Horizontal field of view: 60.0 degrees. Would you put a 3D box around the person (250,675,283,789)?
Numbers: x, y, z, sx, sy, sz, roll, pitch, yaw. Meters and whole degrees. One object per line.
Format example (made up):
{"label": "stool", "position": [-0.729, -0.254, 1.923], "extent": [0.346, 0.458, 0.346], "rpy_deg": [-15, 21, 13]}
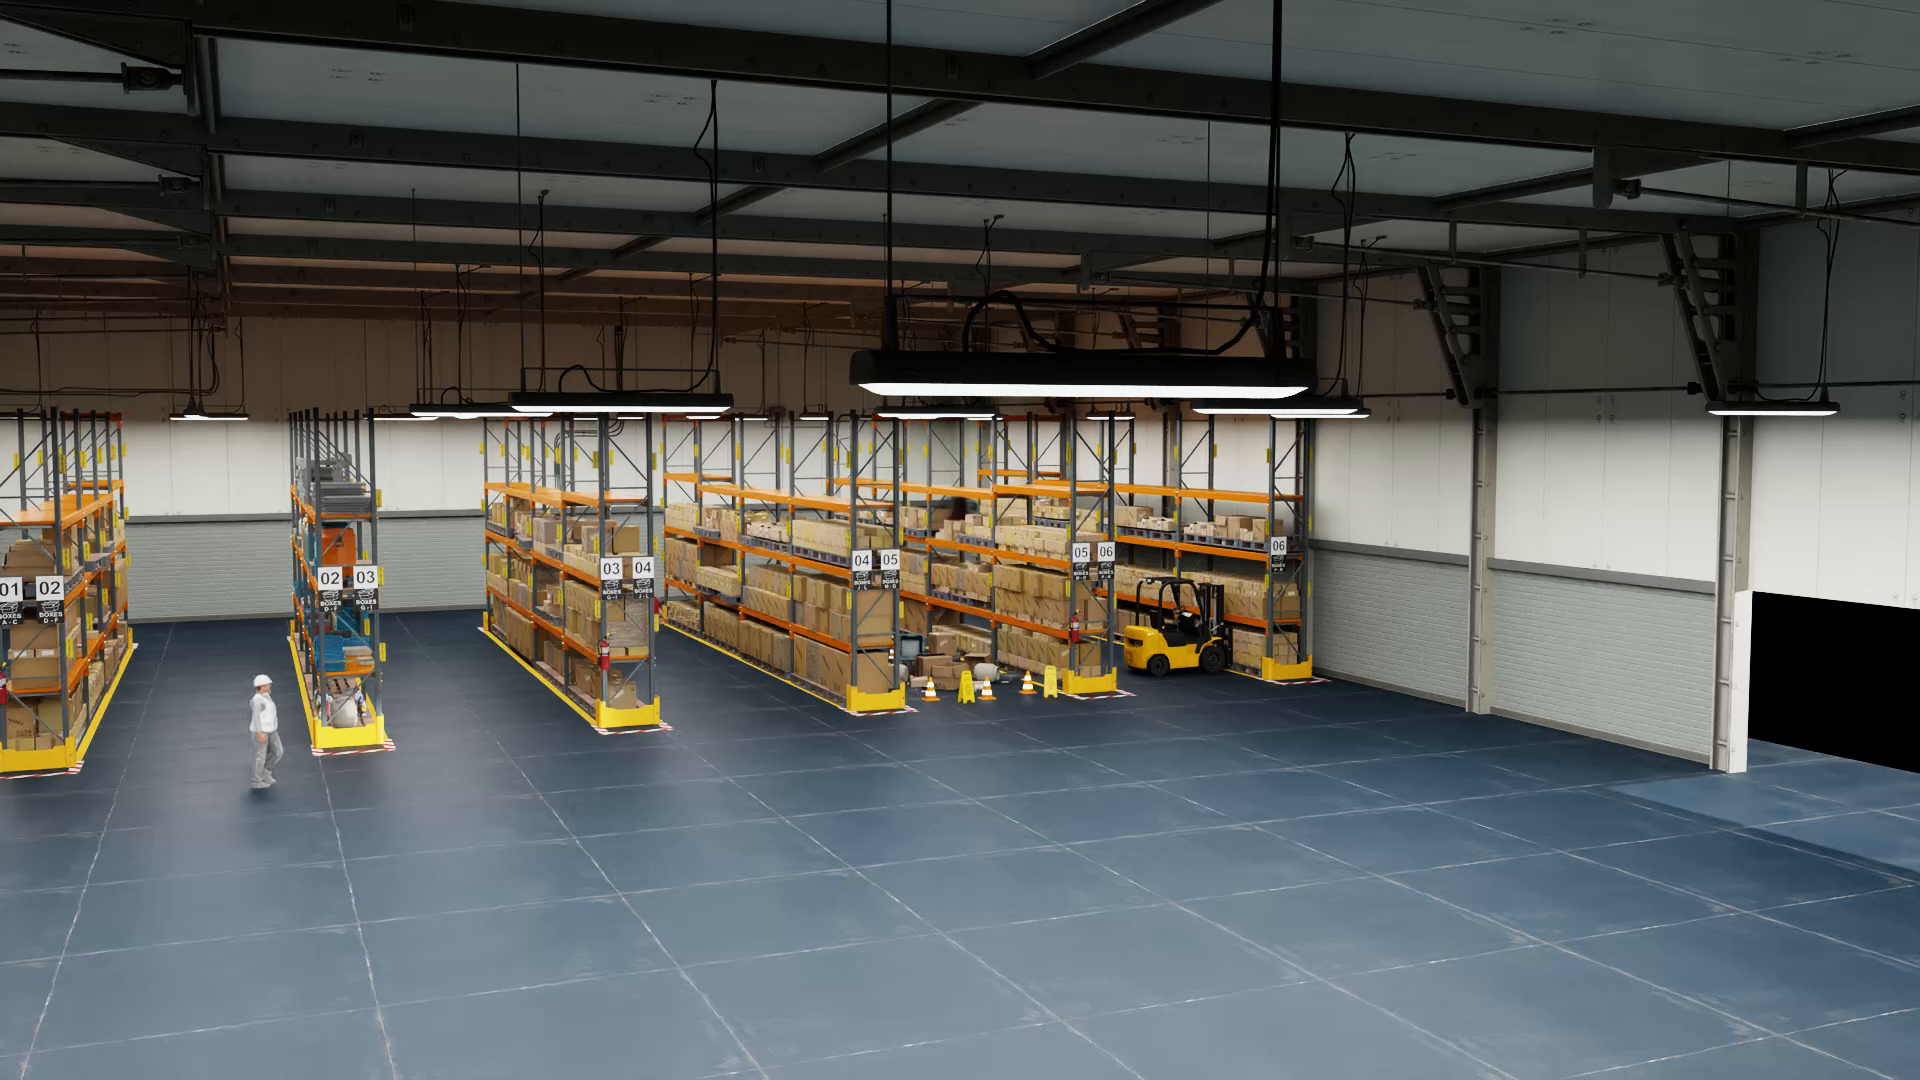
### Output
{"label": "person", "position": [-10.967, 3.009, 26.185], "extent": [0.405, 1.777, 0.601], "rpy_deg": [0, 4, 2]}

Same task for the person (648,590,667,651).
{"label": "person", "position": [-7.592, 1.993, 41.101], "extent": [0.698, 1.670, 1.060], "rpy_deg": [-2, 4, -24]}
